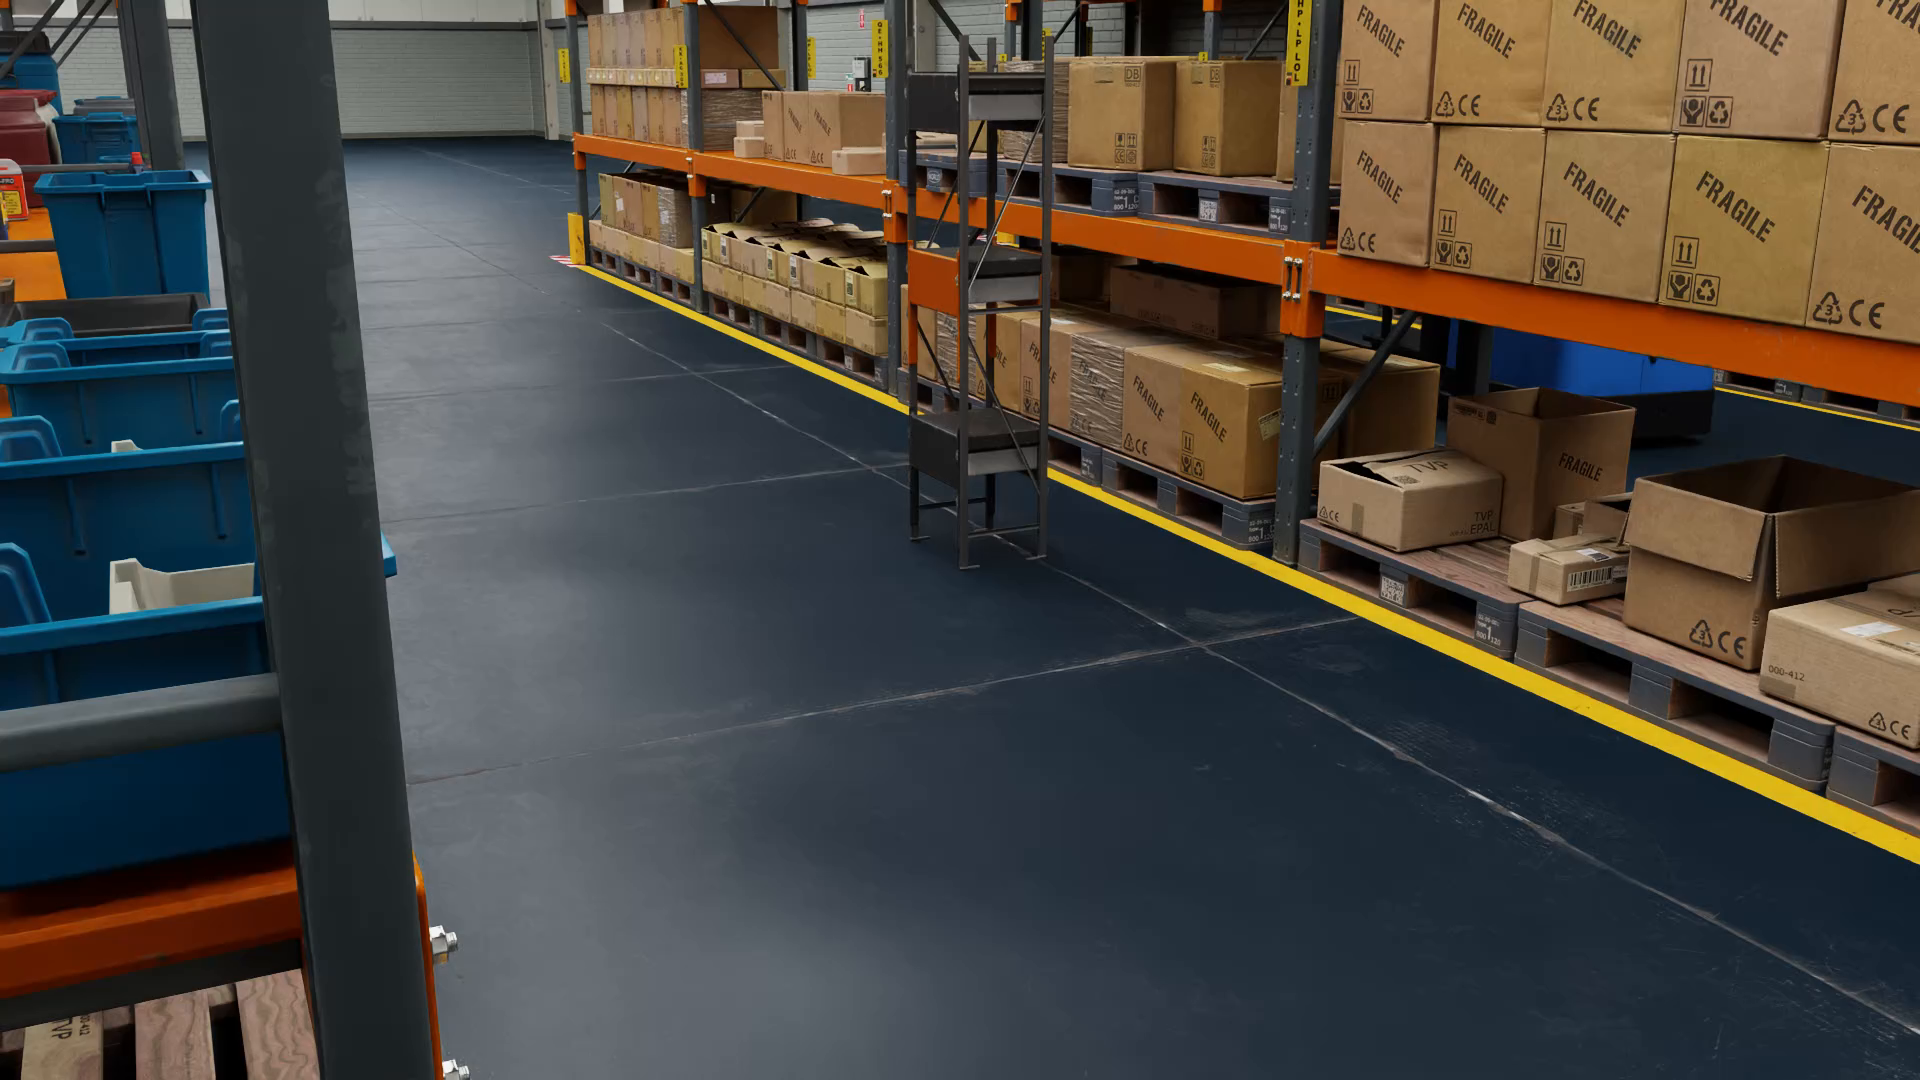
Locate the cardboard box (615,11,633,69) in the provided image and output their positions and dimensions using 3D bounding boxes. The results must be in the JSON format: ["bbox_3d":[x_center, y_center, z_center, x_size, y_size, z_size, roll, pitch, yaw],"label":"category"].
[{"bbox_3d":[-2.803,-4.665,15.535,0.700,0.500,0.500,-8,18,-25],"label":"cardboard box"}]

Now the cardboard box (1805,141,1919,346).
[{"bbox_3d":[2.648,-0.790,4.384,0.500,0.500,0.500,-8,18,-24],"label":"cardboard box"}]

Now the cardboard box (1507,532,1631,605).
[{"bbox_3d":[2.158,0.091,5.834,0.380,0.166,0.250,-8,18,-25],"label":"cardboard box"}]

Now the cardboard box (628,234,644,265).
[{"bbox_3d":[-2.785,-2.727,15.537,0.500,0.250,0.500,-8,18,-25],"label":"cardboard box"}]

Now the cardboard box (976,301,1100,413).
[{"bbox_3d":[0.421,-1.003,9.042,0.500,0.500,0.500,-8,18,-26],"label":"cardboard box"}]

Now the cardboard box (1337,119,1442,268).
[{"bbox_3d":[1.759,-1.292,6.132,0.500,0.500,0.500,-7,17,-23],"label":"cardboard box"}]

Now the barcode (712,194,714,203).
[{"bbox_3d":[-1.986,-2.744,13.370,0.001,0.075,0.075,-8,18,-25],"label":"barcode"}]

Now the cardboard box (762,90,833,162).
[{"bbox_3d":[-1.171,-3.112,12.474,0.500,0.500,0.500,-6,17,-21],"label":"cardboard box"}]

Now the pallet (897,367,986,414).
[{"bbox_3d":[0.322,-0.865,9.881,1.003,0.211,1.213,-8,18,-25],"label":"pallet"}]

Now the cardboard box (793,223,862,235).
[{"bbox_3d":[-1.055,-2.342,13.182,0.500,0.311,0.500,-7,17,-23],"label":"cardboard box"}]

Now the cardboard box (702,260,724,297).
[{"bbox_3d":[-1.770,-2.137,13.482,0.500,0.250,0.500,-8,18,-26],"label":"cardboard box"}]

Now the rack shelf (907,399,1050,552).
[{"bbox_3d":[0.072,-0.282,7.015,0.431,0.518,0.480,-8,18,-25],"label":"rack shelf"}]

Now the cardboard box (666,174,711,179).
[{"bbox_3d":[-2.522,-3.276,16.092,0.500,0.500,0.500,-8,18,-25],"label":"cardboard box"}]

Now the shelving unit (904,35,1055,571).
[{"bbox_3d":[0.072,-0.968,6.818,0.431,2.100,0.503,-8,18,-25],"label":"shelving unit"}]

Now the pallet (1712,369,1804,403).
[{"bbox_3d":[5.288,-1.147,10.866,1.003,0.211,1.213,-8,18,-25],"label":"pallet"}]

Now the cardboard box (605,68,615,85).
[{"bbox_3d":[-3.163,-4.425,15.875,0.380,0.149,0.250,-8,18,-26],"label":"cardboard box"}]

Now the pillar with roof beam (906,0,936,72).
[{"bbox_3d":[-4.439,-8.760,21.463,9.100,9.000,0.400,-8,18,-25],"label":"pillar with roof beam"}]

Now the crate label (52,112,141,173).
[{"bbox_3d":[-4.618,-2.093,9.042,0.502,0.435,0.616,-8,18,-25],"label":"crate label"}]

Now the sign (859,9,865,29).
[{"bbox_3d":[-1.531,-8.142,25.983,0.001,0.298,0.199,-8,18,-25],"label":"sign"}]

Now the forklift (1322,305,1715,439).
[{"bbox_3d":[3.185,-2.280,9.882,1.130,2.935,3.031,-5,17,-15],"label":"forklift"}]

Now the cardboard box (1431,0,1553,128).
[{"bbox_3d":[1.961,-1.653,5.578,0.500,0.500,0.500,-8,18,-27],"label":"cardboard box"}]

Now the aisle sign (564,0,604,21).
[{"bbox_3d":[-3.780,-5.607,16.639,0.394,0.787,0.004,-8,18,-25],"label":"aisle sign"}]

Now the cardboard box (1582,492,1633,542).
[{"bbox_3d":[2.614,-0.029,5.991,0.500,0.311,0.500,-8,18,-25],"label":"cardboard box"}]

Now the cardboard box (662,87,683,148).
[{"bbox_3d":[-2.161,-3.674,14.434,0.700,0.500,0.500,-8,18,-25],"label":"cardboard box"}]

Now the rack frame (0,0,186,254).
[{"bbox_3d":[-2.673,-0.805,4.619,1.000,3.000,0.127,-8,18,-25],"label":"rack frame"}]

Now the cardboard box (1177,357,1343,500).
[{"bbox_3d":[1.307,-0.501,7.291,0.500,0.500,0.500,-8,18,-25],"label":"cardboard box"}]

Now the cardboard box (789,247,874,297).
[{"bbox_3d":[-0.874,-1.898,11.634,0.500,0.311,0.500,-8,18,-25],"label":"cardboard box"}]

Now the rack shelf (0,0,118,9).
[{"bbox_3d":[-7.054,-4.381,12.945,1.077,0.370,4.000,-8,18,-25],"label":"rack shelf"}]

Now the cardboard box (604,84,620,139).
[{"bbox_3d":[-3.049,-4.179,16.196,0.700,0.500,0.500,-7,17,-23],"label":"cardboard box"}]

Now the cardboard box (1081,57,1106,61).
[{"bbox_3d":[1.579,-4.742,17.213,0.500,0.500,0.500,-7,17,-23],"label":"cardboard box"}]

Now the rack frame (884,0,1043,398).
[{"bbox_3d":[0.029,-2.395,10.157,1.000,3.000,0.127,-8,18,-25],"label":"rack frame"}]

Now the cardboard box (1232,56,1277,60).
[{"bbox_3d":[2.710,-4.426,16.111,0.500,0.500,0.500,-8,18,-26],"label":"cardboard box"}]

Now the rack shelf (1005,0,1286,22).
[{"bbox_3d":[1.852,-5.578,17.117,1.077,0.370,4.000,-8,18,-25],"label":"rack shelf"}]

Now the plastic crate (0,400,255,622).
[{"bbox_3d":[-1.022,-0.026,2.098,0.416,0.233,0.300,-8,18,-25],"label":"plastic crate"}]

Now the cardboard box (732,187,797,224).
[{"bbox_3d":[-1.645,-2.780,14.364,0.500,0.500,0.500,-8,18,-25],"label":"cardboard box"}]

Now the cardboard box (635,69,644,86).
[{"bbox_3d":[-2.709,-4.168,14.981,0.380,0.149,0.250,-7,17,-23],"label":"cardboard box"}]

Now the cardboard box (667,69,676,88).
[{"bbox_3d":[-2.259,-3.914,14.095,0.380,0.149,0.250,-8,18,-27],"label":"cardboard box"}]

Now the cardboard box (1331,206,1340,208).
[{"bbox_3d":[3.492,-2.939,14.428,0.500,0.250,0.500,-8,18,-26],"label":"cardboard box"}]

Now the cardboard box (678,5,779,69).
[{"bbox_3d":[-1.924,-4.167,13.802,0.700,0.500,0.500,-8,18,-25],"label":"cardboard box"}]

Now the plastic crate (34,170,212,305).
[{"bbox_3d":[-2.162,-0.752,4.353,0.392,0.384,0.575,-8,18,-25],"label":"plastic crate"}]

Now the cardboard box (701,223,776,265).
[{"bbox_3d":[-1.767,-2.404,13.396,0.500,0.311,0.500,-8,18,-25],"label":"cardboard box"}]

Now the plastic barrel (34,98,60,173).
[{"bbox_3d":[-5.253,-2.185,9.222,0.421,0.512,0.421,0,16,0],"label":"plastic barrel"}]

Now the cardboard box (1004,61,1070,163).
[{"bbox_3d":[0.635,-2.252,8.718,0.700,0.500,0.500,-4,17,-14],"label":"cardboard box"}]

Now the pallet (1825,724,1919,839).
[{"bbox_3d":[3.150,0.713,4.384,1.003,0.211,1.213,-8,18,-25],"label":"pallet"}]

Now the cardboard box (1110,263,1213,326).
[{"bbox_3d":[1.130,-1.295,8.700,0.500,0.250,0.500,-8,18,-26],"label":"cardboard box"}]

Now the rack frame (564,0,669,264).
[{"bbox_3d":[-3.476,-4.378,17.070,1.000,3.000,0.127,-8,18,-25],"label":"rack frame"}]

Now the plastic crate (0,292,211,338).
[{"bbox_3d":[-1.941,-0.457,3.794,0.437,0.125,0.590,-8,18,-25],"label":"plastic crate"}]

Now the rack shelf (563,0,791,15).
[{"bbox_3d":[-2.600,-4.978,15.027,1.077,0.370,4.000,-8,18,-25],"label":"rack shelf"}]

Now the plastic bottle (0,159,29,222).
[{"bbox_3d":[-4.390,-1.609,7.646,0.152,0.276,0.135,-8,18,-25],"label":"plastic bottle"}]

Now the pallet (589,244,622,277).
[{"bbox_3d":[-3.103,-2.854,16.811,1.003,0.211,1.213,-8,18,-25],"label":"pallet"}]

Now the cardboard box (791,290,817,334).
[{"bbox_3d":[-0.868,-1.628,11.710,0.500,0.250,0.500,-7,18,-24],"label":"cardboard box"}]

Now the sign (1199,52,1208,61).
[{"bbox_3d":[2.243,-4.335,15.348,0.100,0.325,0.005,-8,18,-25],"label":"sign"}]

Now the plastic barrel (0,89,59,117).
[{"bbox_3d":[-5.956,-2.590,10.593,0.433,0.535,0.433,0,16,0],"label":"plastic barrel"}]

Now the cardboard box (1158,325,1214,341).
[{"bbox_3d":[1.332,-0.818,8.397,0.500,0.500,0.500,-7,18,-24],"label":"cardboard box"}]

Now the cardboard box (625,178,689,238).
[{"bbox_3d":[-2.786,-3.087,15.434,0.500,0.500,0.500,-8,18,-25],"label":"cardboard box"}]

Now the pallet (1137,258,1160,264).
[{"bbox_3d":[2.402,-2.808,16.653,1.003,0.211,1.213,-8,18,-25],"label":"pallet"}]

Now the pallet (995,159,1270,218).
[{"bbox_3d":[0.885,-1.821,8.506,1.003,0.211,1.213,-8,18,-25],"label":"pallet"}]

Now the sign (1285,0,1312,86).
[{"bbox_3d":[1.284,-1.891,6.305,0.100,0.325,0.005,-8,18,-25],"label":"sign"}]

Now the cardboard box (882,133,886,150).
[{"bbox_3d":[-0.189,-2.597,11.024,0.500,0.311,0.500,-8,18,-26],"label":"cardboard box"}]
